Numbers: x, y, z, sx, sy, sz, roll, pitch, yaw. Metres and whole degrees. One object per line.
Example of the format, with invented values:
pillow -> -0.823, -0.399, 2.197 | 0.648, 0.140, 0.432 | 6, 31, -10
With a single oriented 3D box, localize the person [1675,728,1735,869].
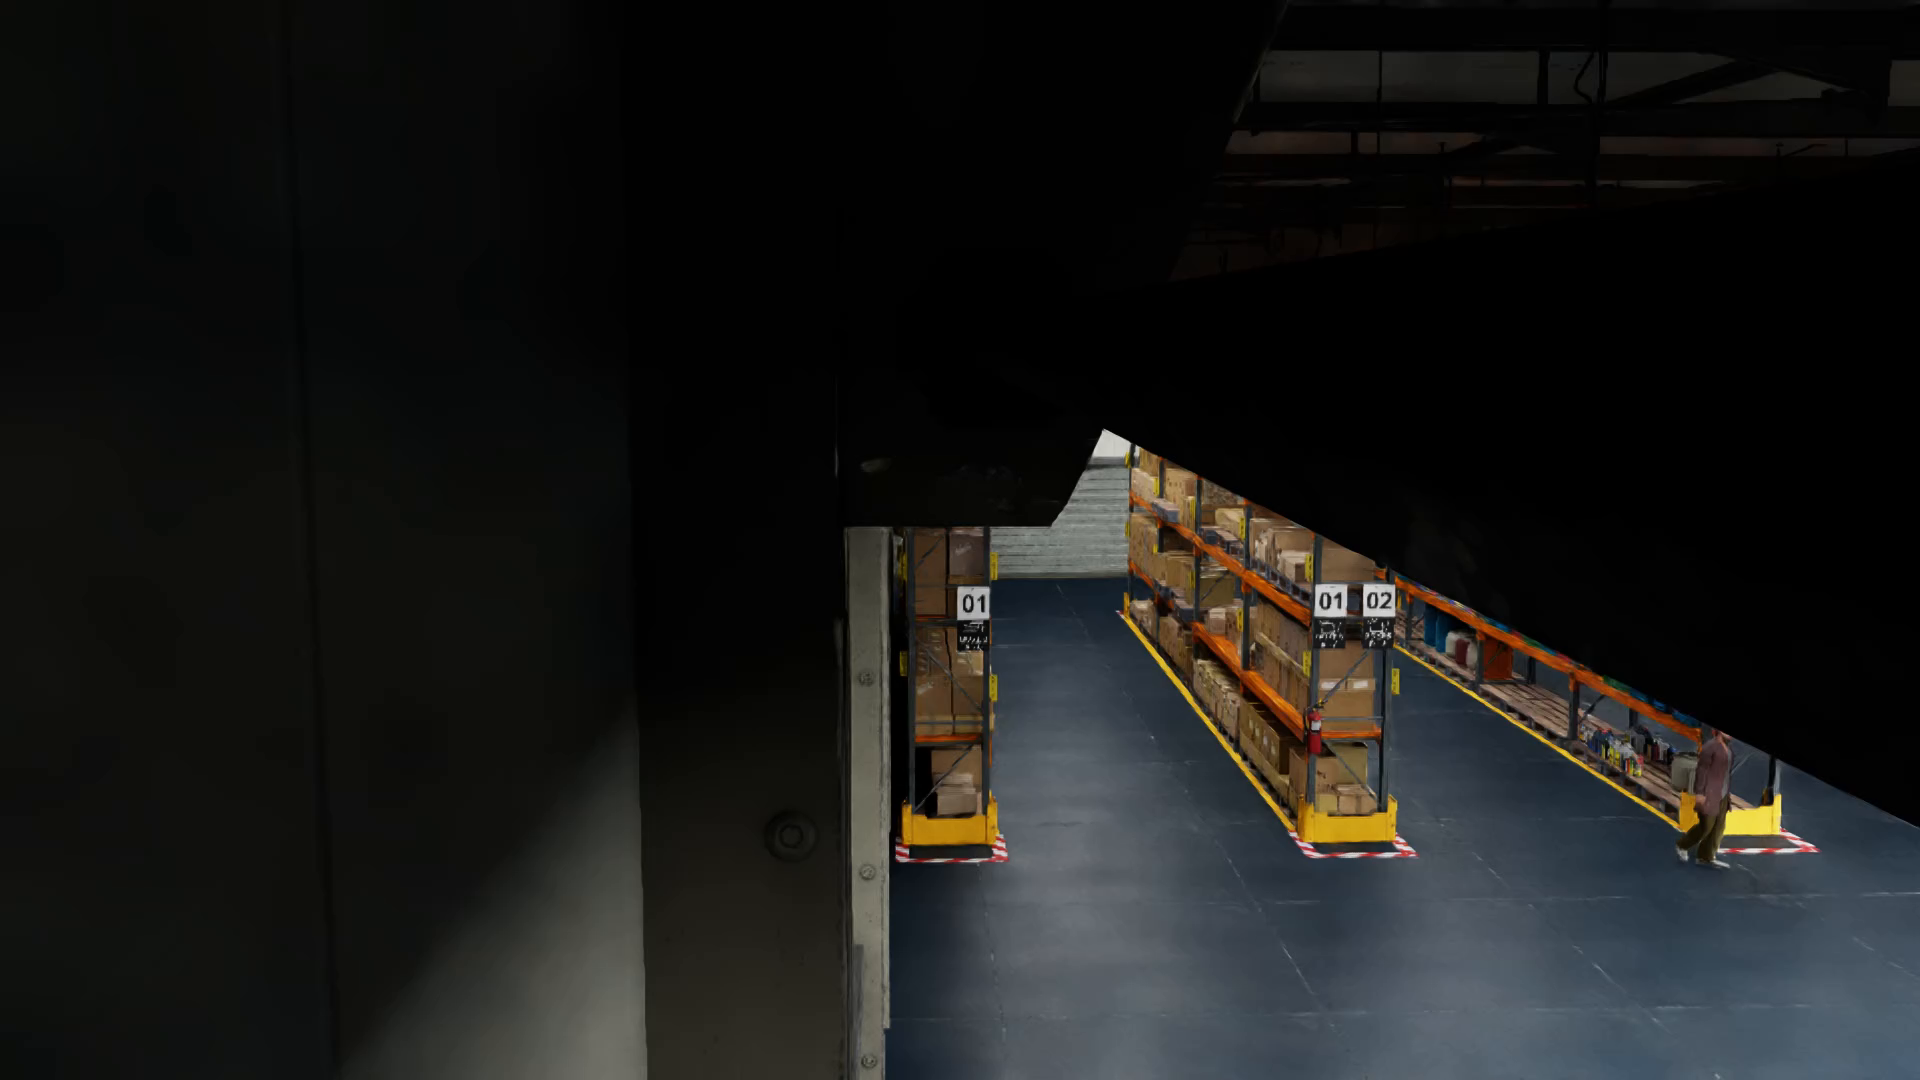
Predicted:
person -> 8.766, 2.962, 19.553 | 0.625, 1.769, 0.595 | -5, 9, -36
